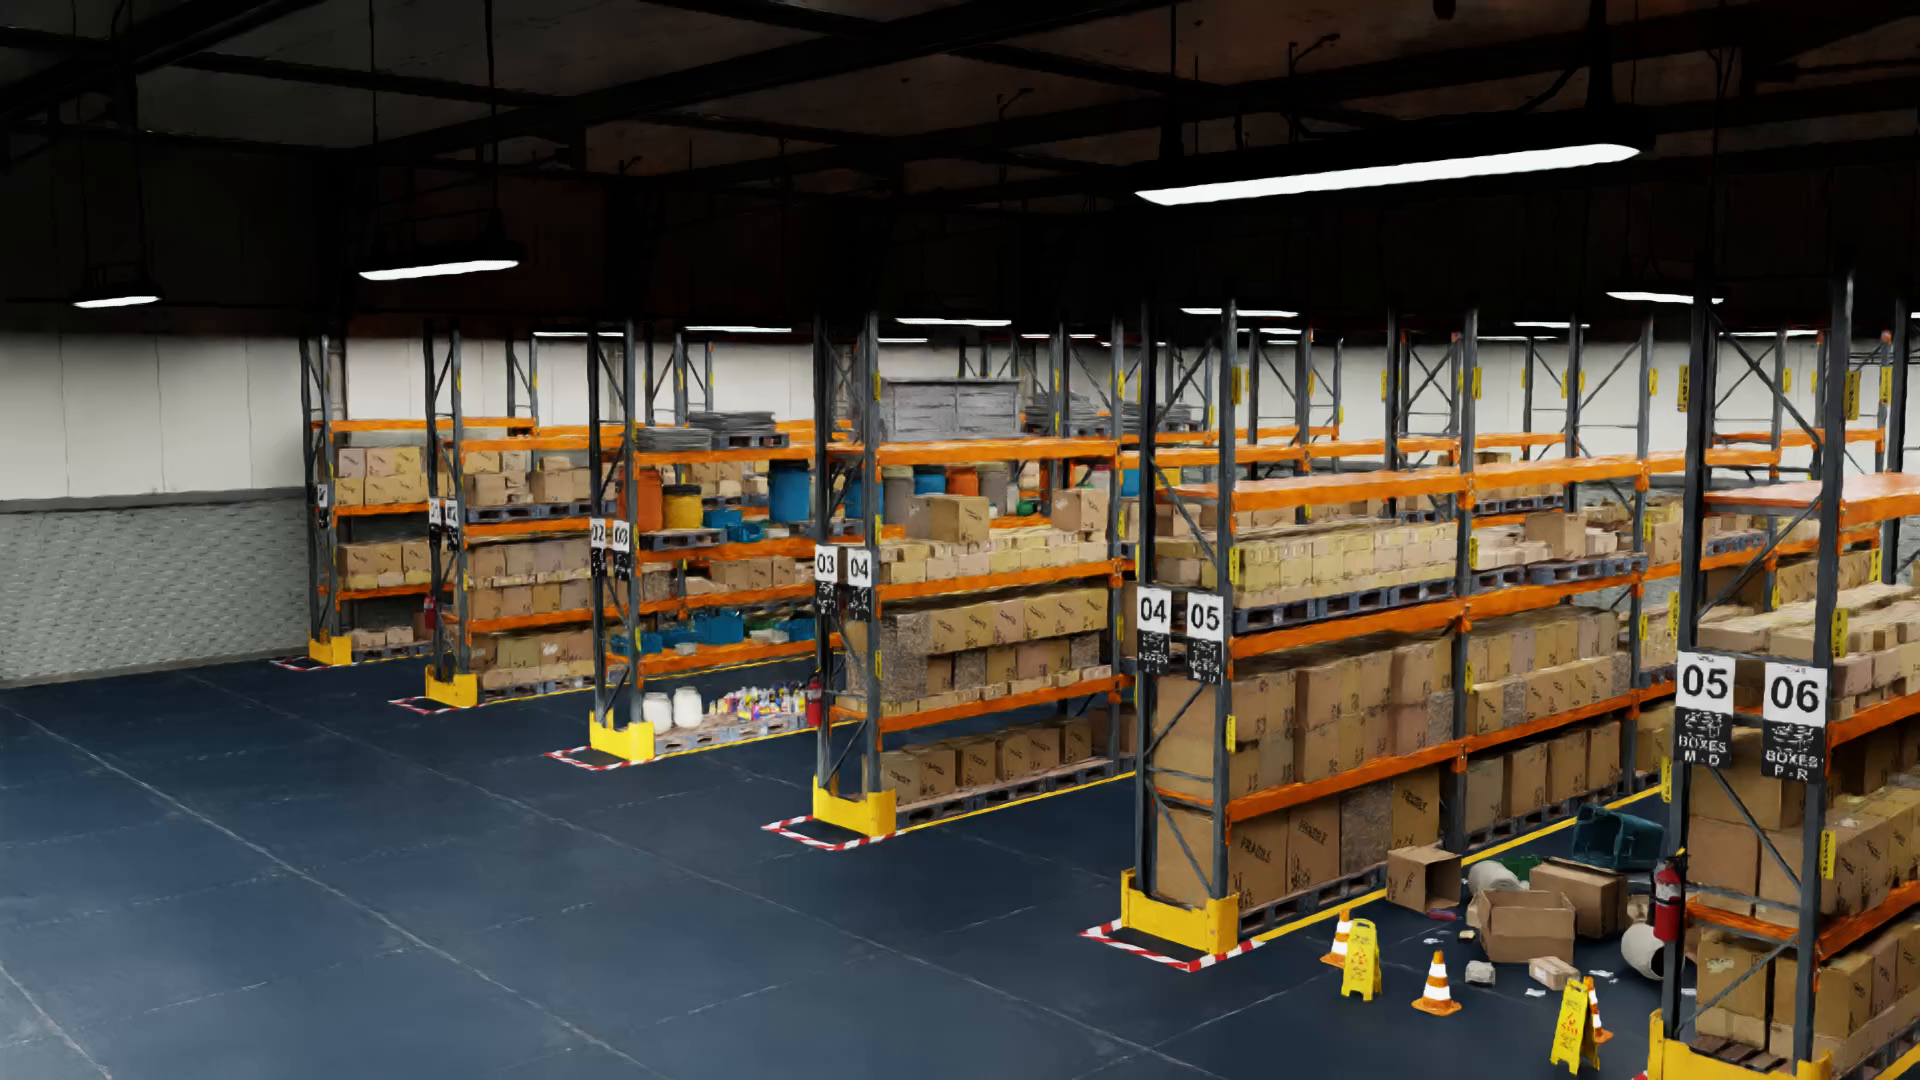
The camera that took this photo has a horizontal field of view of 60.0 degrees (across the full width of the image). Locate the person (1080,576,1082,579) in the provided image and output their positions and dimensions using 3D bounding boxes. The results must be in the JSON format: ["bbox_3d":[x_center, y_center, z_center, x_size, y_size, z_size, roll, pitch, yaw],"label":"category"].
[{"bbox_3d":[2.365,1.349,30.812,0.566,1.434,0.519,6,8,45],"label":"person"}]
